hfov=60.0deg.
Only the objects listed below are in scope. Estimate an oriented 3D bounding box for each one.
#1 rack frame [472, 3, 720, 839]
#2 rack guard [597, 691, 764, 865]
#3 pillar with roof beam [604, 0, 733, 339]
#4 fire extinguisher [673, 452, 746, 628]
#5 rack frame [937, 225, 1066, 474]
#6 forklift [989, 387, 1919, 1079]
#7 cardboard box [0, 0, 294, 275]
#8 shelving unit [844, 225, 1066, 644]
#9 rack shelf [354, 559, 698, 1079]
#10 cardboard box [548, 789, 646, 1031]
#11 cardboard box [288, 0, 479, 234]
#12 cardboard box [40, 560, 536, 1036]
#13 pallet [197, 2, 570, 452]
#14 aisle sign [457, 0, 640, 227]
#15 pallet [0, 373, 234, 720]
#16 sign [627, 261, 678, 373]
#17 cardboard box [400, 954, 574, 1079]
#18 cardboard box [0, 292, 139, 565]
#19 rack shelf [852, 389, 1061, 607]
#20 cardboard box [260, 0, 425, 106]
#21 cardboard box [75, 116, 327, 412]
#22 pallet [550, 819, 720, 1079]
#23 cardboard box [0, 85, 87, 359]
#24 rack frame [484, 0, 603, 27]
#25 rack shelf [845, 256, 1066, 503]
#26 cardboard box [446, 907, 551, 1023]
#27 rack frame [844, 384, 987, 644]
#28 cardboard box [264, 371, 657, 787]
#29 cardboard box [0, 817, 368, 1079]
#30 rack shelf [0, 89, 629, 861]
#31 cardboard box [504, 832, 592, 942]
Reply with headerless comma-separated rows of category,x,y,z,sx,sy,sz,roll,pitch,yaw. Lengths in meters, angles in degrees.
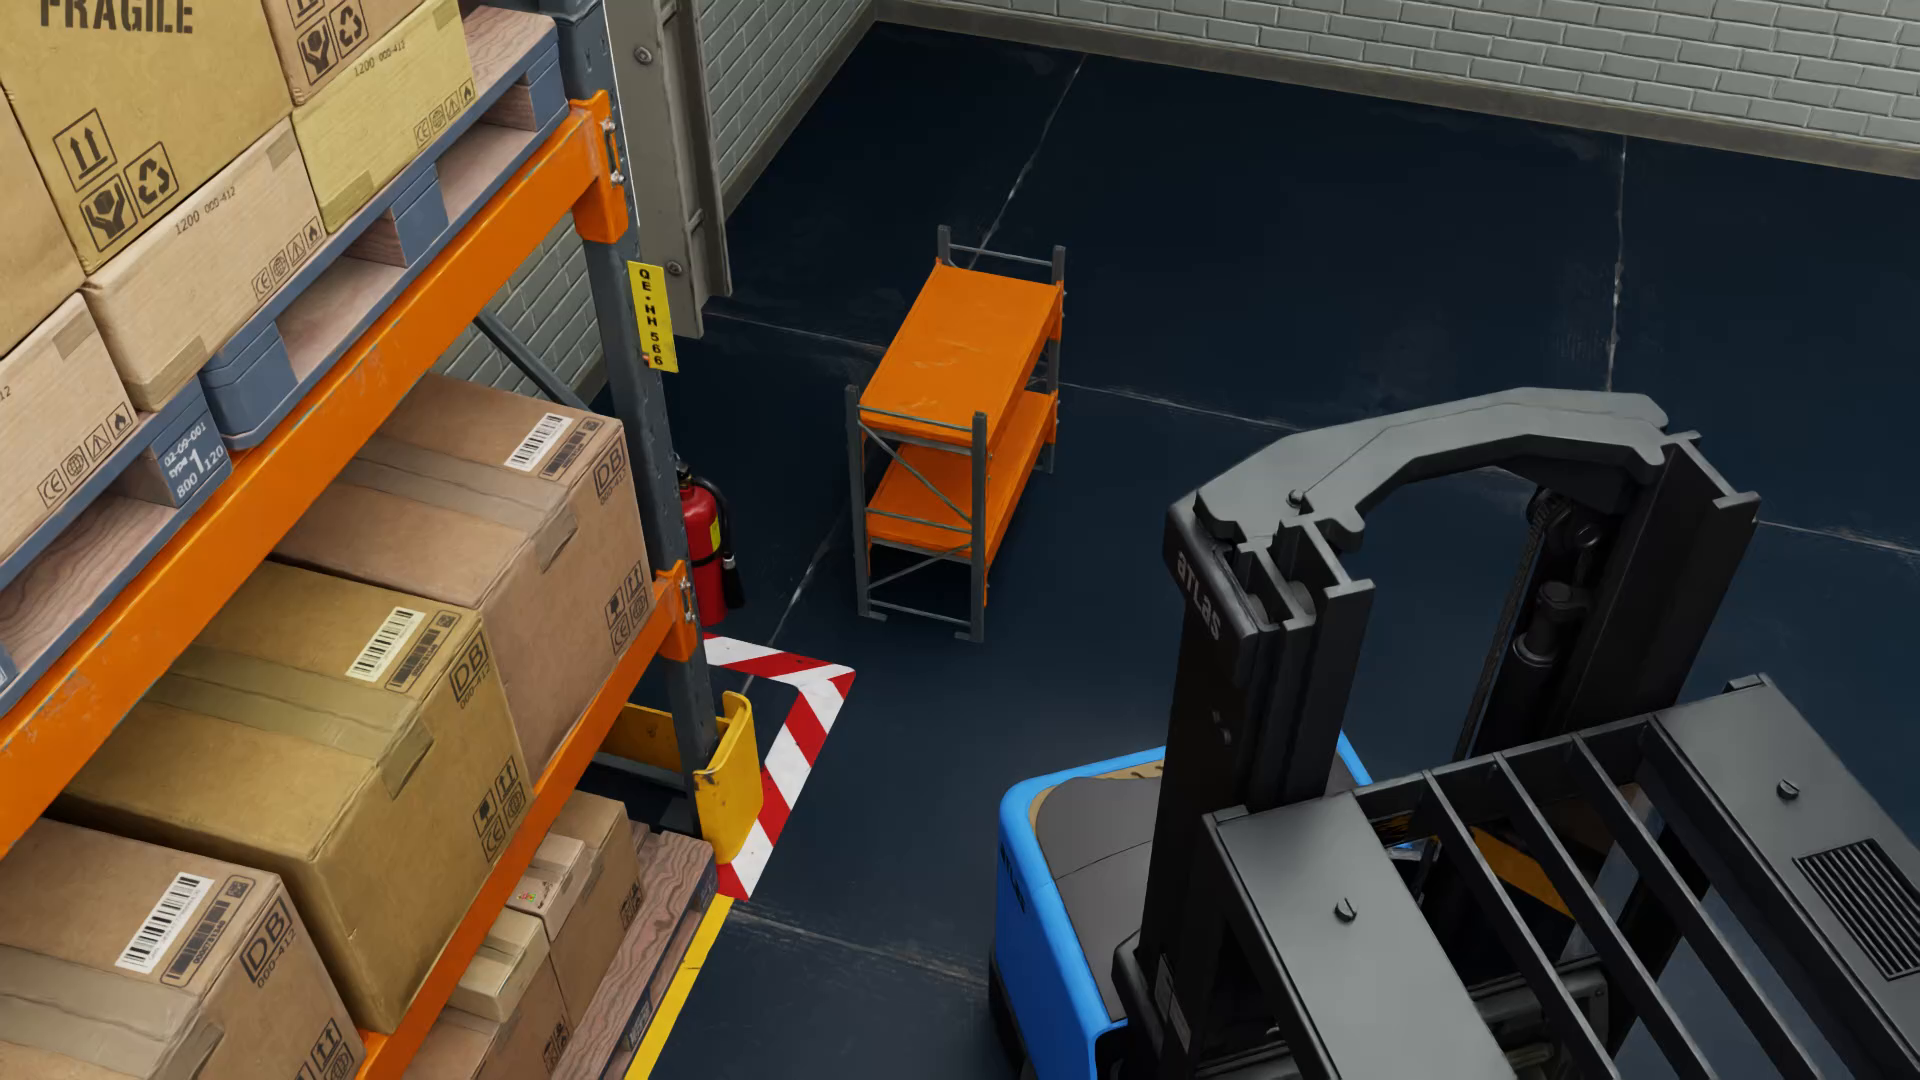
rack frame,-1.286,-0.183,4.793,1.000,3.000,0.127,13,46,13
rack guard,-1.279,0.694,5.683,1.175,0.500,0.348,13,46,13
pillar with roof beam,2.810,-3.399,3.789,9.100,9.000,0.400,13,46,13
fire extinguisher,-0.801,-0.025,4.953,0.296,0.674,0.183,13,46,13
rack frame,0.156,-0.745,6.707,0.500,1.125,0.032,13,46,13
forklift,1.002,1.281,3.346,1.130,2.935,3.031,-12,46,-12
cardboard box,-1.410,-0.779,2.456,0.500,0.500,0.500,14,46,14
shelving unit,0.002,-0.407,6.361,0.538,1.125,1.048,13,46,13
rack shelf,-1.892,1.407,3.682,1.077,0.370,4.000,13,46,13
cardboard box,-1.403,1.048,5.022,0.700,0.500,0.500,13,46,13
cardboard box,-1.255,-0.843,3.058,0.500,0.250,0.500,14,46,14
cardboard box,-1.641,0.539,3.840,0.980,0.700,0.700,12,46,12
pallet,-1.501,-0.727,3.267,1.003,0.211,1.213,13,46,13
aisle sign,-0.979,-1.097,3.868,0.394,0.787,0.004,13,46,13
pallet,-1.869,0.089,2.433,1.003,0.211,1.213,13,46,13
sign,-0.773,-0.558,4.178,0.100,0.325,0.005,13,46,13
cardboard box,-1.554,1.381,4.681,0.700,0.500,0.500,12,46,12
cardboard box,-1.565,-0.148,2.348,0.500,0.250,0.500,11,45,11
rack shelf,0.002,-0.232,6.532,0.538,0.278,1.000,13,46,13
cardboard box,-1.248,-1.110,2.794,0.500,0.500,0.500,12,46,12
cardboard box,-1.412,-0.496,2.703,0.500,0.250,0.500,11,45,11
pallet,-1.454,1.363,5.206,1.003,0.211,1.213,13,46,13
cardboard box,-1.560,-0.429,2.099,0.500,0.500,0.500,11,45,11
rack frame,-1.286,-2.328,2.695,1.000,3.000,0.127,13,46,13
rack shelf,0.002,-0.616,6.156,0.538,0.278,1.000,13,46,13
cardboard box,-1.345,1.111,4.494,0.380,0.149,0.250,14,46,14
rack frame,-0.152,-0.068,6.015,0.500,1.125,0.032,13,46,13
cardboard box,-1.431,0.051,4.338,0.980,0.700,0.700,14,46,14
cardboard box,-1.880,1.045,3.323,0.980,0.700,0.700,10,45,11
rack shelf,-1.892,0.335,2.633,1.077,0.370,4.000,13,46,13
cardboard box,-1.268,0.940,4.668,0.380,0.149,0.250,12,46,12
